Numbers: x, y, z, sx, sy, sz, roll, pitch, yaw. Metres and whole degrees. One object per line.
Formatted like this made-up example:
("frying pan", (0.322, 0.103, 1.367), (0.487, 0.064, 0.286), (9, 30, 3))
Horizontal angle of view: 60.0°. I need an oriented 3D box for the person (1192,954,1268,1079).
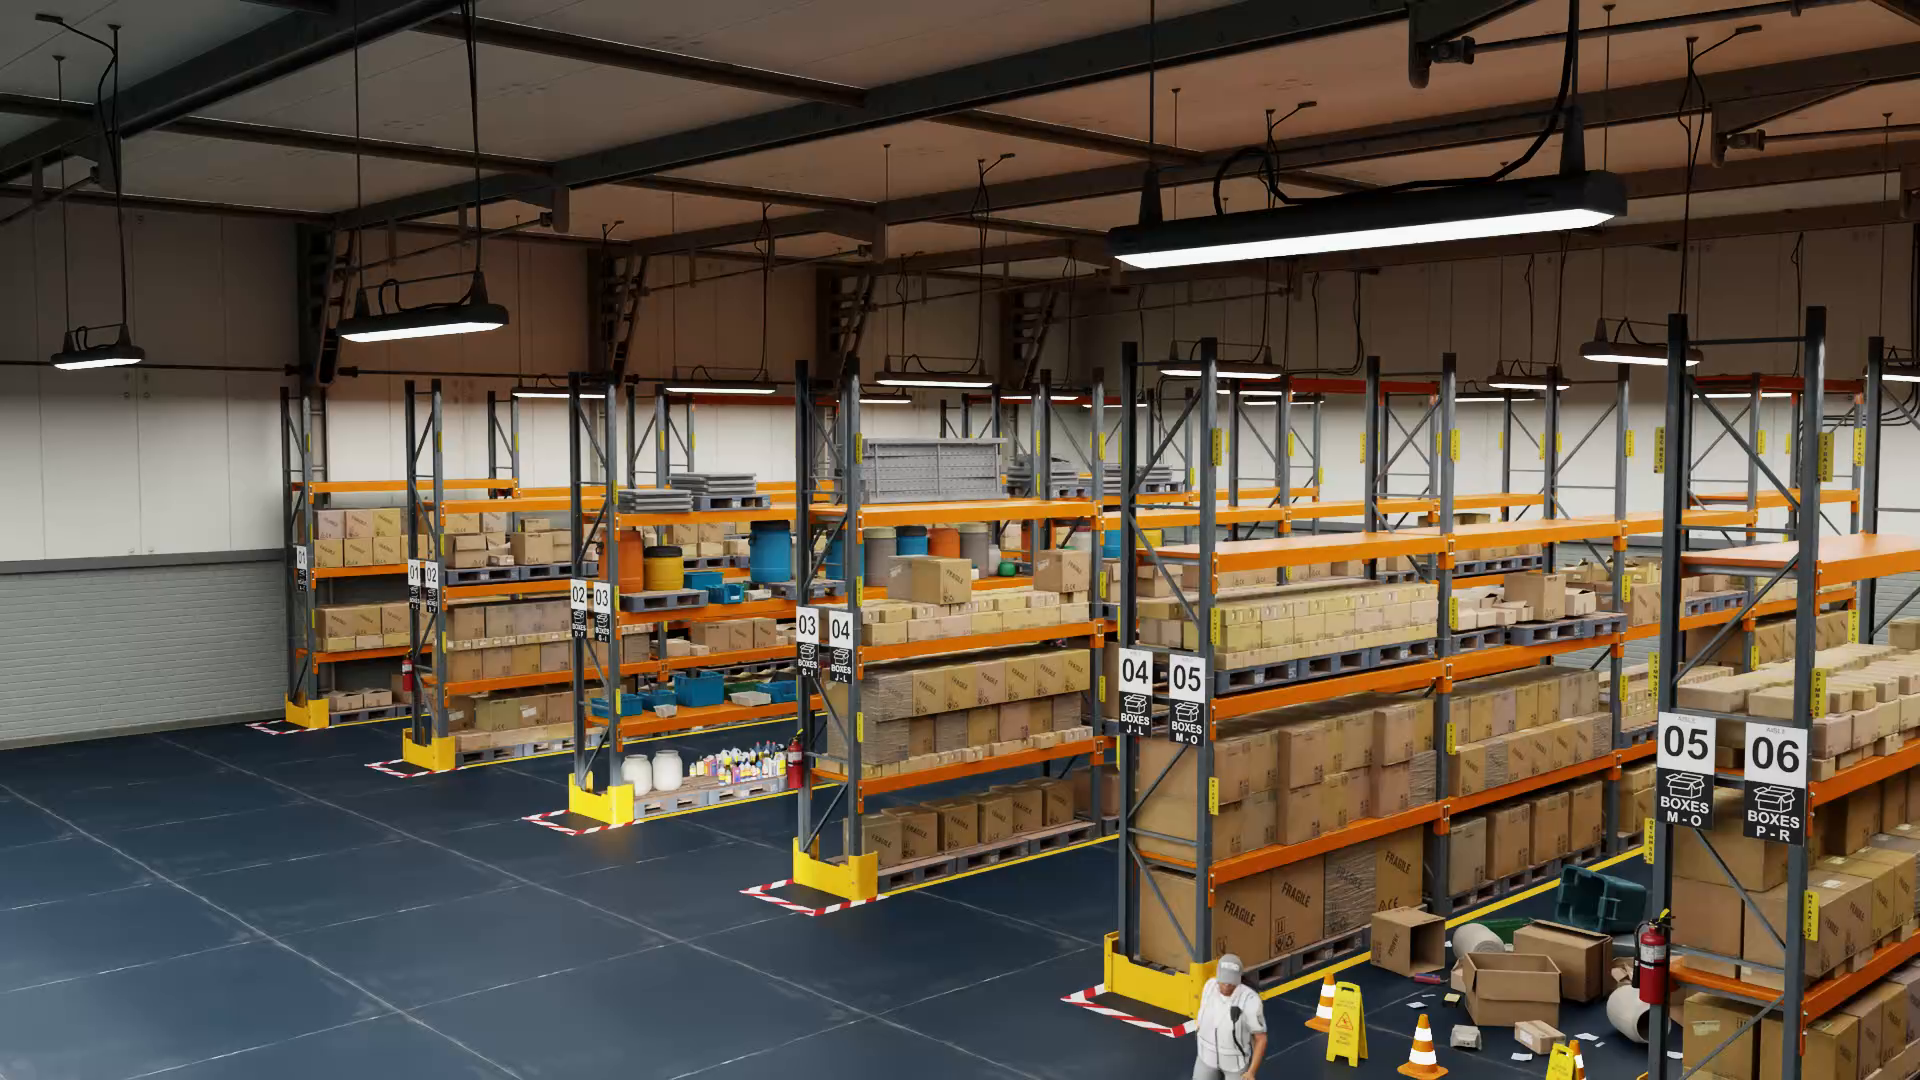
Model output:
("person", (1.857, 3.626, 11.508), (0.604, 1.618, 0.602), (2, 4, 31))
